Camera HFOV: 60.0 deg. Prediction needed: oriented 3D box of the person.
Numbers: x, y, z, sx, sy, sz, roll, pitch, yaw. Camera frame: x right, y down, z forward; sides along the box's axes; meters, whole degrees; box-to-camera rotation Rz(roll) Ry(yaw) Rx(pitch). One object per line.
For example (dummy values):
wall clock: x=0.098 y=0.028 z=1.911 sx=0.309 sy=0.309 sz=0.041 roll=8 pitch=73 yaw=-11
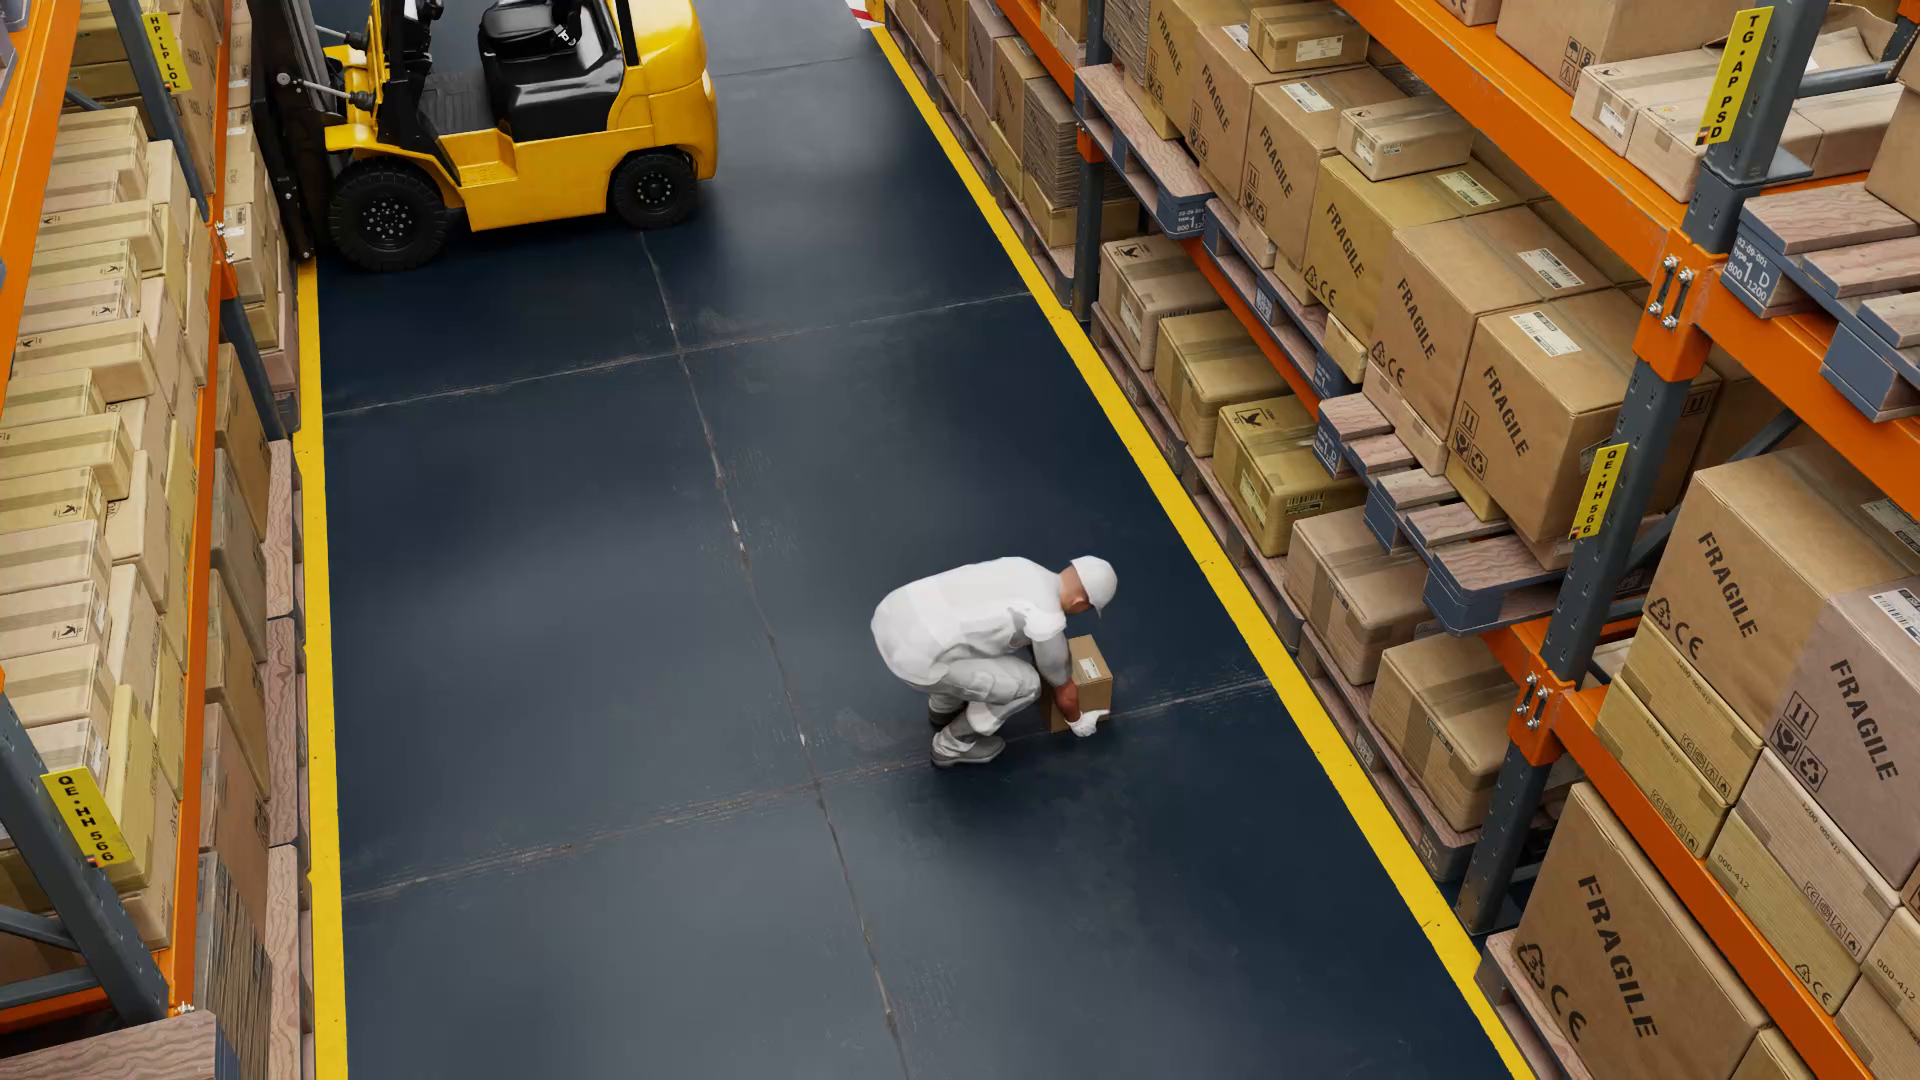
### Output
person: x=0.148 y=0.442 z=6.404 sx=0.966 sy=0.830 sz=0.516 roll=-13 pitch=43 yaw=-14
